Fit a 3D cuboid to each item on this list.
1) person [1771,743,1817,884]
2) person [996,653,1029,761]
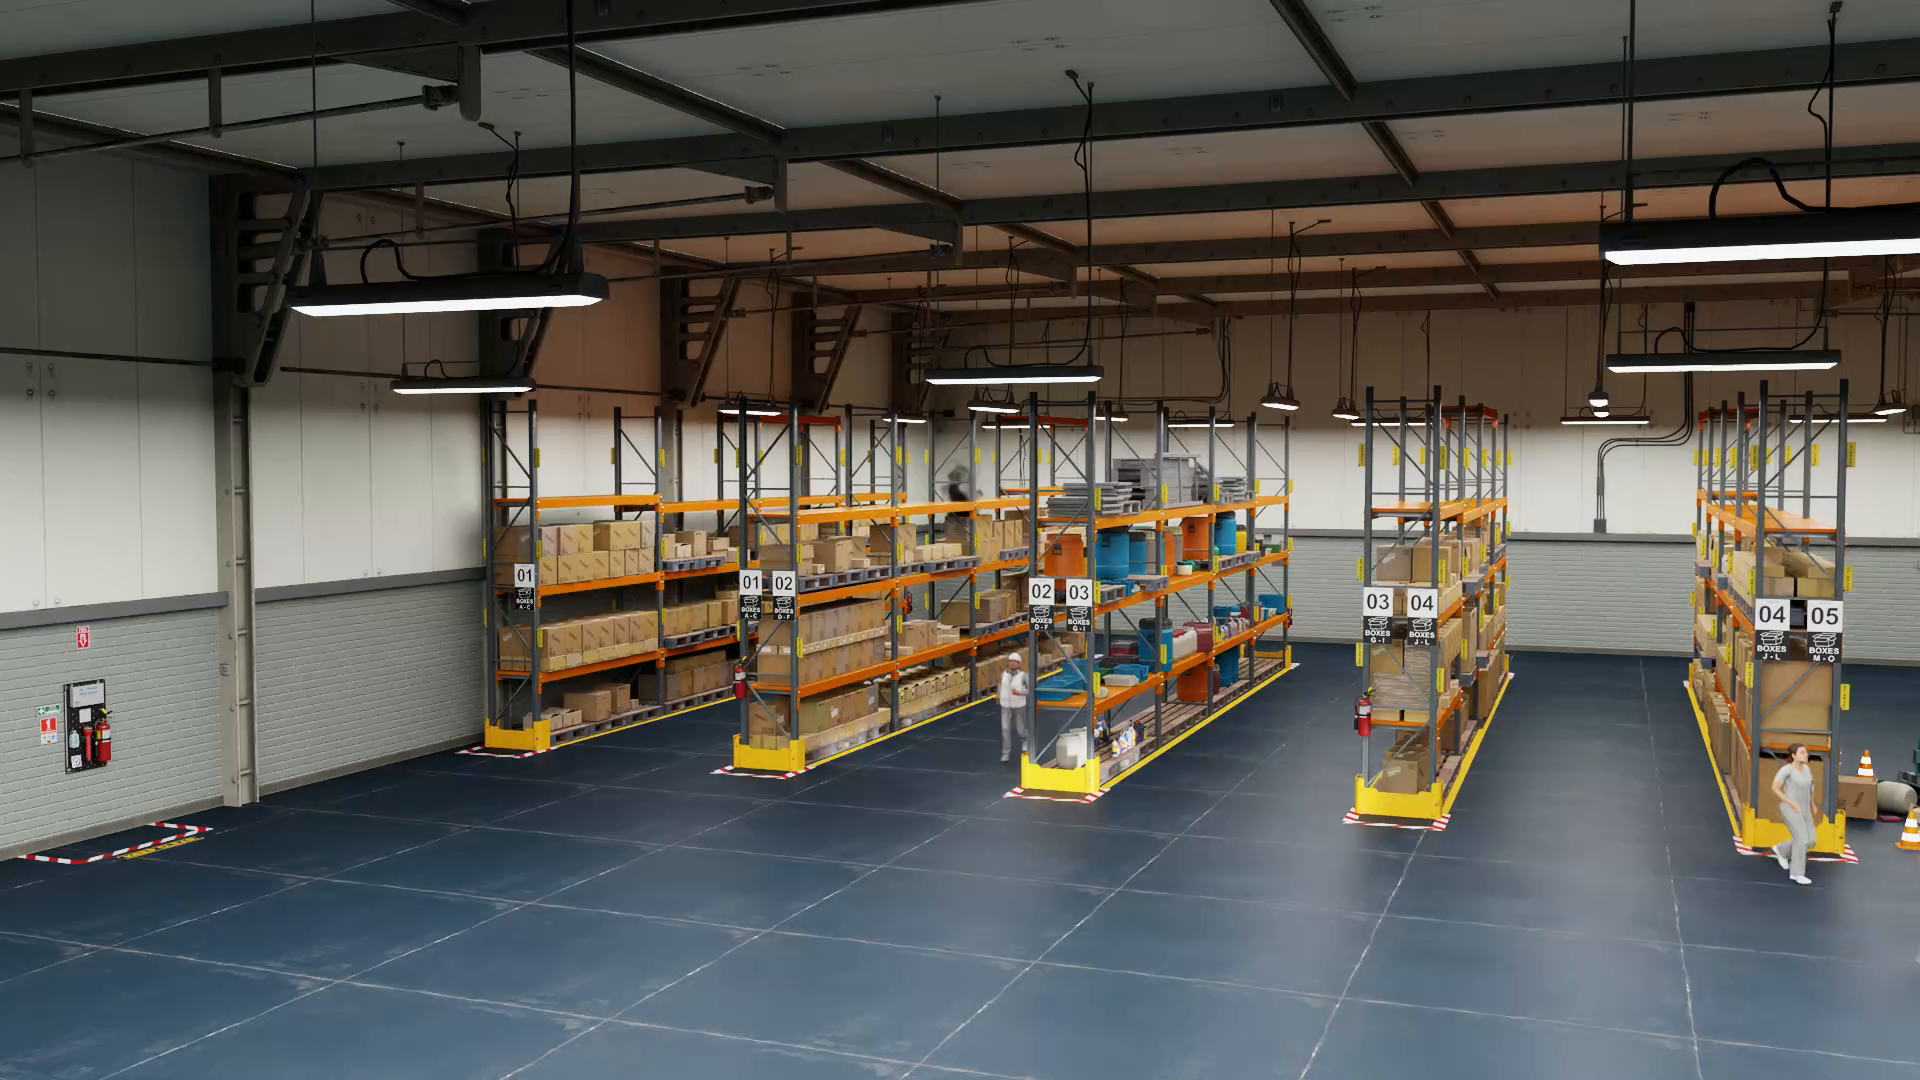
[{"bbox_3d":[9.870,3.222,19.742,0.588,1.622,0.603,-1,3,-21],"label":"person"},{"bbox_3d":[0.891,2.752,27.605,0.666,1.750,0.929,1,3,20],"label":"person"}]
